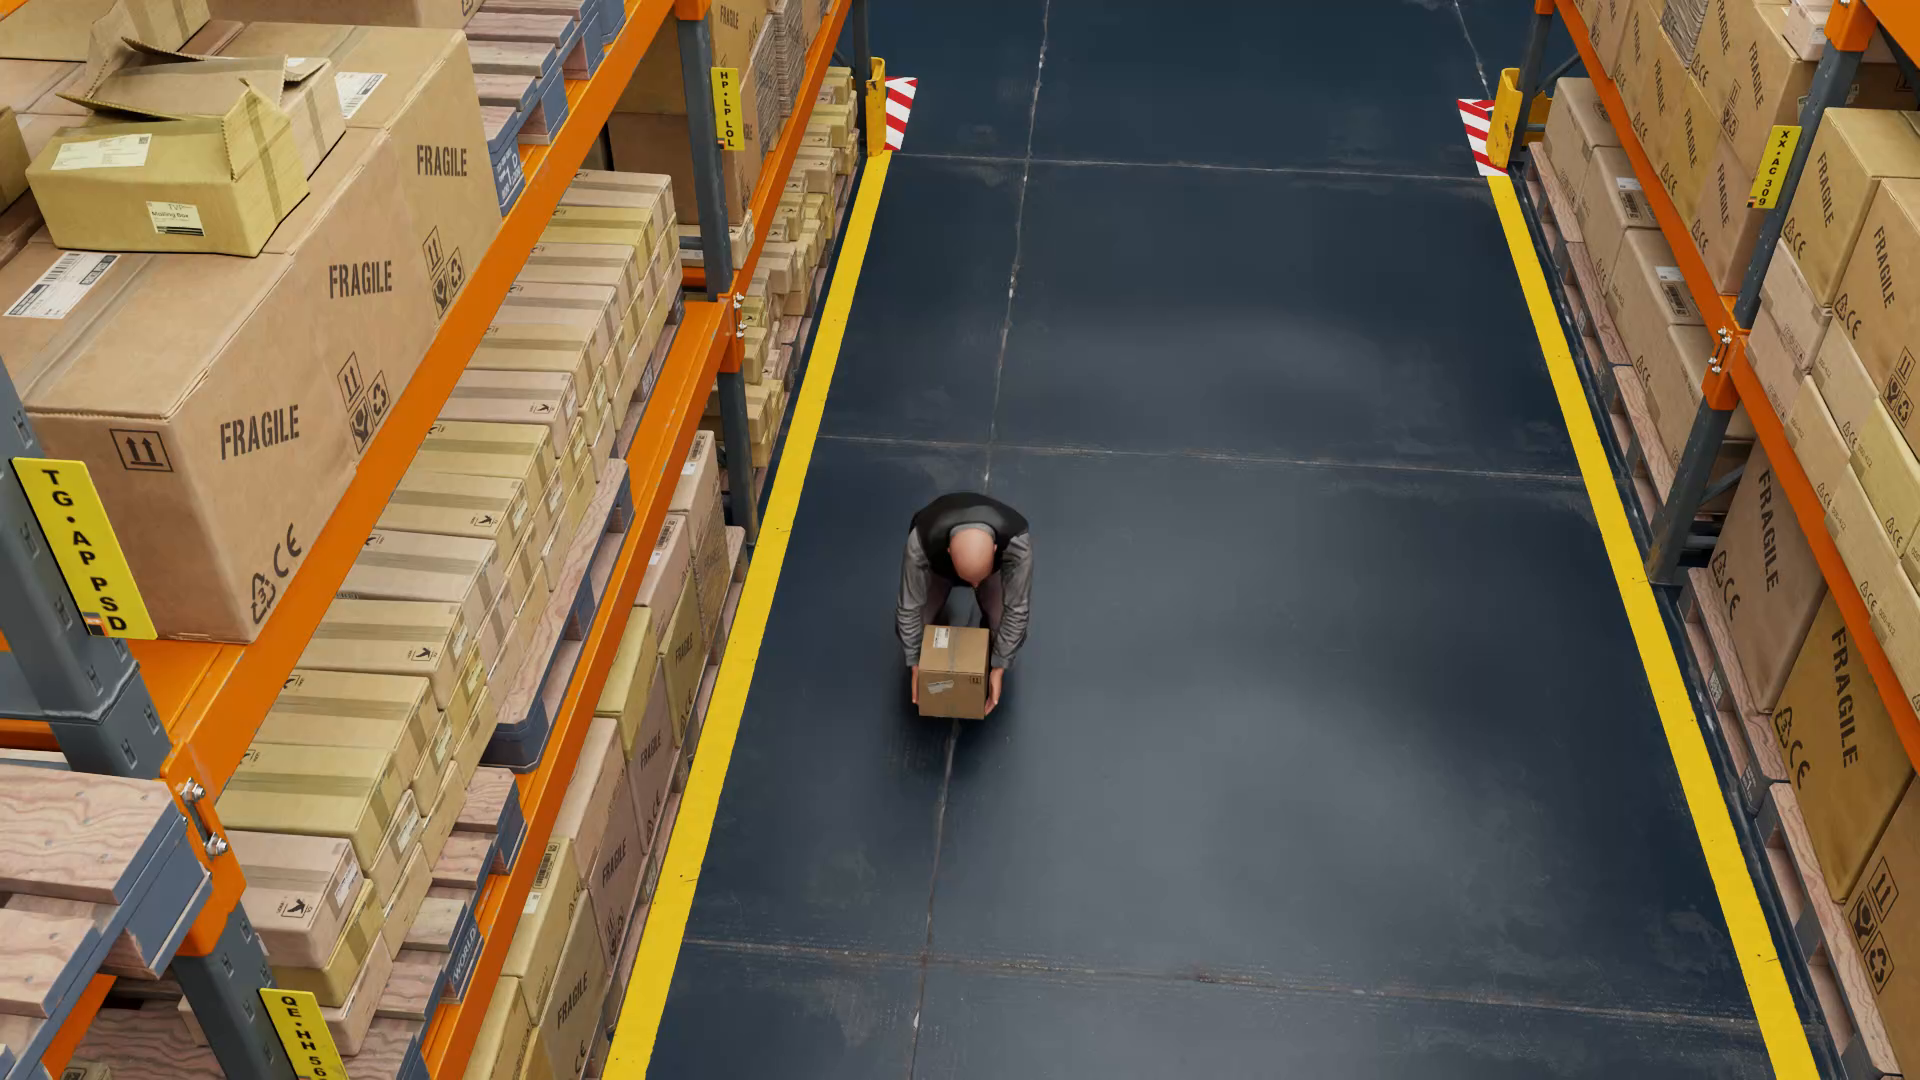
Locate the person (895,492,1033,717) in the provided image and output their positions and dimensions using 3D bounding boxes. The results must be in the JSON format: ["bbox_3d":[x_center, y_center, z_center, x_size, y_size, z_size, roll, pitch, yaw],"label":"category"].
[{"bbox_3d":[0.019,0.175,6.574,0.540,0.952,0.876,3,40,4],"label":"person"}]
